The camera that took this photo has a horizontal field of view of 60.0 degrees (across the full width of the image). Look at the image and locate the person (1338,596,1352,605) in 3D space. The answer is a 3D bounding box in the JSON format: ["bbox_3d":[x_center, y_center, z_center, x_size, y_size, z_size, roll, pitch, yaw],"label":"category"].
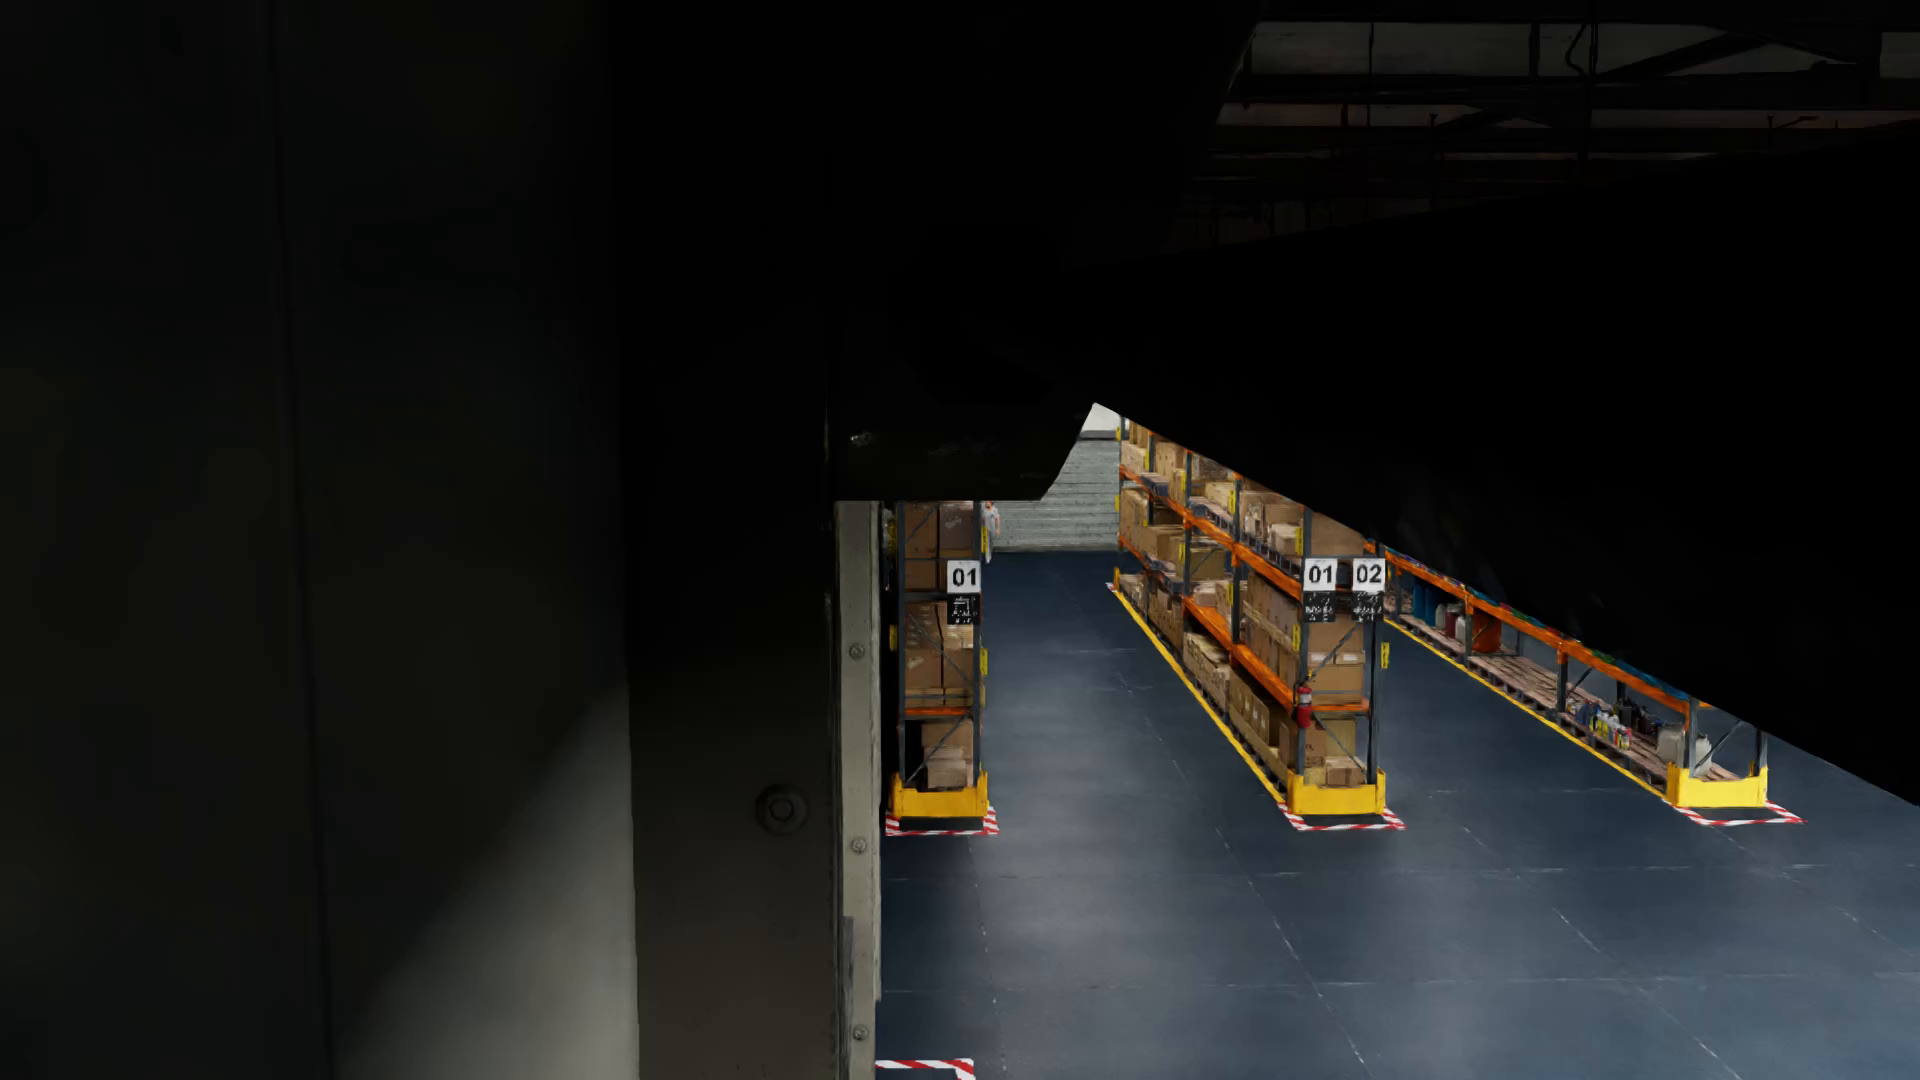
[{"bbox_3d":[7.812,0.706,33.253,0.568,1.658,0.941,2,9,15],"label":"person"}]

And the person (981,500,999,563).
[{"bbox_3d":[0.723,-0.270,40.309,0.453,1.613,1.019,-1,8,-4],"label":"person"}]
